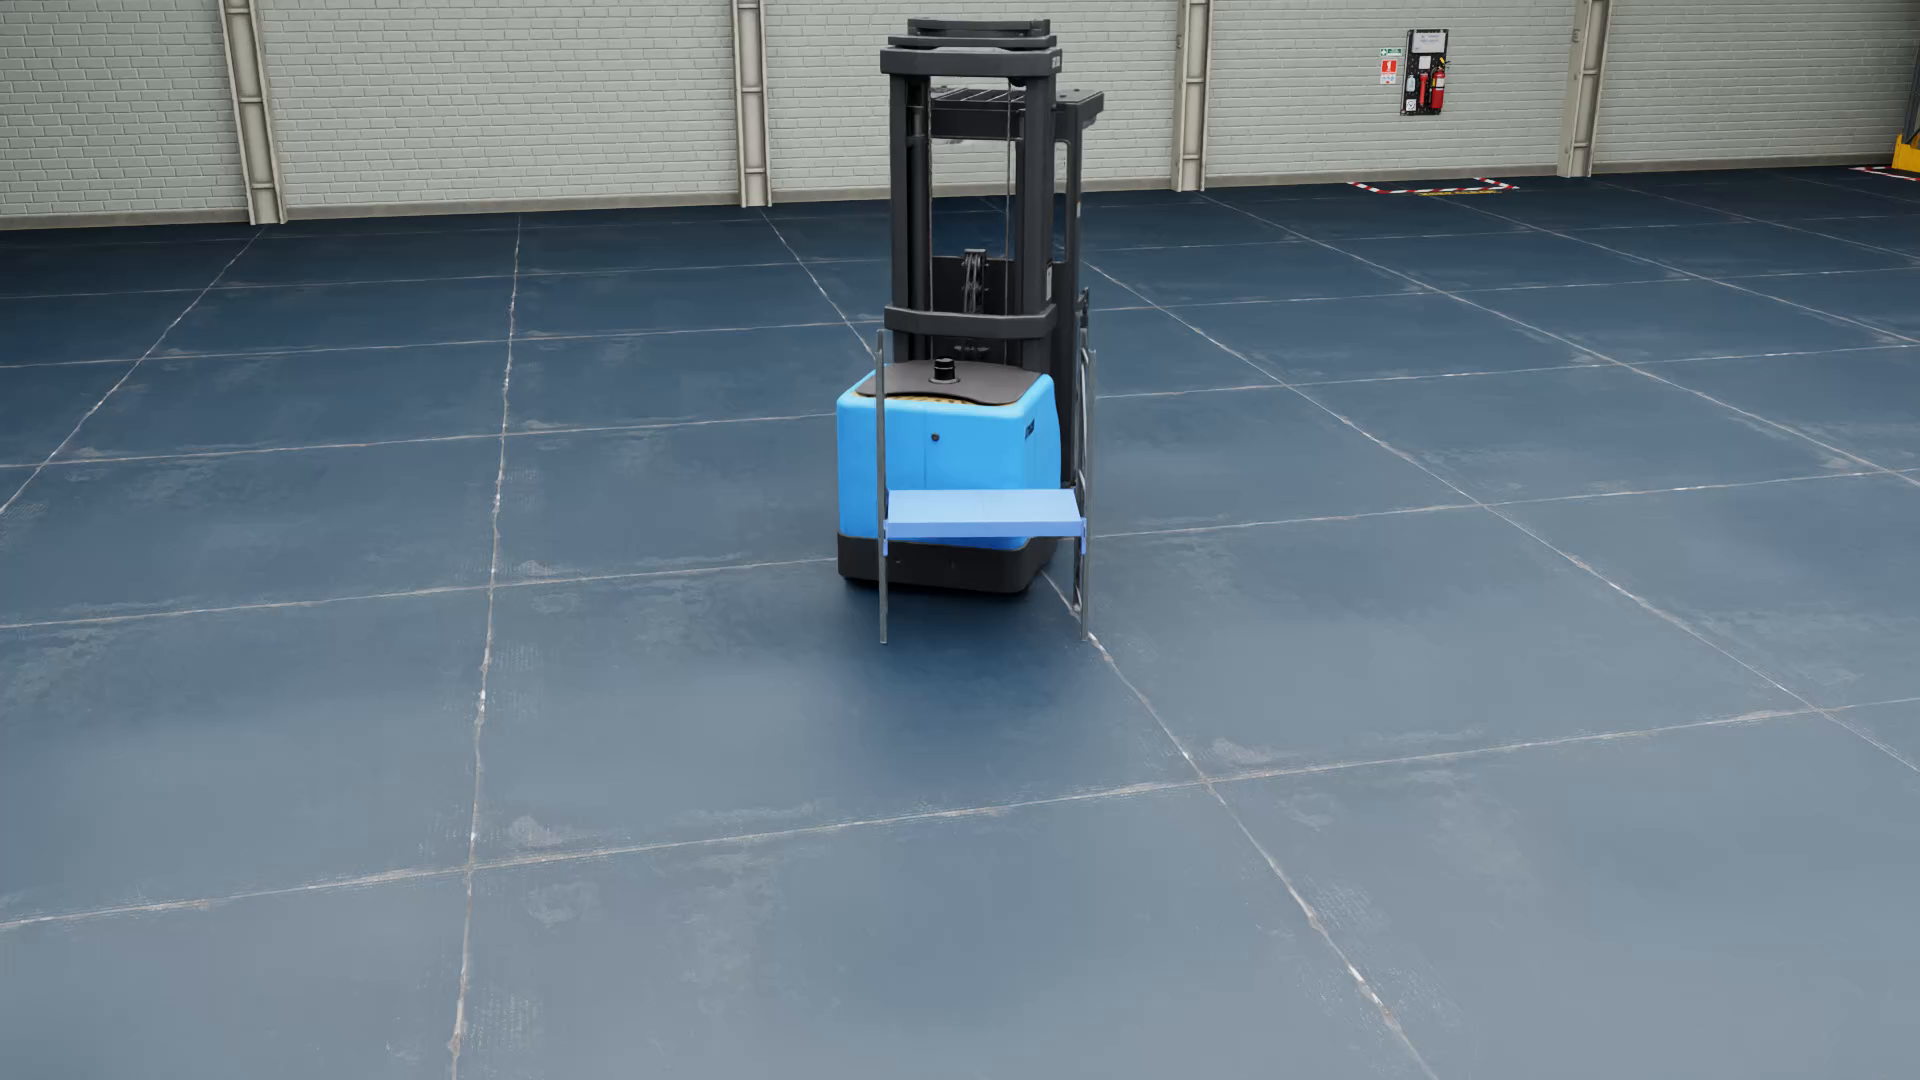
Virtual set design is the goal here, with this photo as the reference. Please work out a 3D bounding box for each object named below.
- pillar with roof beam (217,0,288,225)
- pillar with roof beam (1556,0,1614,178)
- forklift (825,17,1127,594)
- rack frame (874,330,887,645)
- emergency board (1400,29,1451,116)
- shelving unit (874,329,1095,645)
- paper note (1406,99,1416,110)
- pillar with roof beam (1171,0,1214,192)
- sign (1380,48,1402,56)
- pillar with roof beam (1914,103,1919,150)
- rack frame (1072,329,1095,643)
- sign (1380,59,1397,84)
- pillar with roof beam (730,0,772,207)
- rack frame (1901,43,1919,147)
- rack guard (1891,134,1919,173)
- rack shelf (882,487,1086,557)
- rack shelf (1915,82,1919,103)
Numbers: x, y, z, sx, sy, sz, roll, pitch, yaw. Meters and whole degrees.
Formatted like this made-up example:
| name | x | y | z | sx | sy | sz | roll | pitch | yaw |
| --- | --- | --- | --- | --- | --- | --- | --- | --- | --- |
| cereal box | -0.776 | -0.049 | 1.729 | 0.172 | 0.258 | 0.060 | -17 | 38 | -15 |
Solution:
| name | x | y | z | sx | sy | sz | roll | pitch | yaw |
| --- | --- | --- | --- | --- | --- | --- | --- | --- | --- |
| pillar with roof beam | -7.530 | -6.704 | 15.033 | 0.400 | 9.000 | 9.100 | -5 | 21 | -12 |
| pillar with roof beam | 9.987 | -8.129 | 18.923 | 0.400 | 9.000 | 9.100 | -5 | 21 | -12 |
| forklift | 0.278 | -1.559 | 9.809 | 1.130 | 2.935 | 3.031 | 8 | 22 | 20 |
| rack frame | -0.396 | -0.261 | 8.347 | 0.032 | 1.500 | 0.500 | 0 | 20 | -1 |
| emergency board | 6.583 | -6.570 | 23.389 | 0.643 | 1.169 | 0.194 | -5 | 21 | -12 |
| shelving unit | 0.112 | -0.265 | 8.358 | 1.048 | 1.500 | 0.538 | 0 | 20 | -1 |
| paper note | 6.395 | -6.165 | 23.565 | 0.142 | 0.148 | 0.016 | -5 | 21 | -12 |
| pillar with roof beam | 4.148 | -7.654 | 17.626 | 0.400 | 9.000 | 9.100 | -5 | 21 | -12 |
| sign | 6.028 | -6.824 | 23.259 | 0.331 | 0.109 | 0.001 | -5 | 21 | -12 |
| pillar with roof beam | 15.826 | -8.604 | 20.219 | 0.400 | 9.000 | 9.100 | -5 | 21 | -12 |
| rack frame | 0.620 | -0.269 | 8.369 | 0.032 | 1.500 | 0.500 | 0 | 20 | -1 |
| sign | 6.021 | -6.578 | 23.358 | 0.234 | 0.329 | 0.001 | -5 | 21 | -12 |
| pillar with roof beam | -1.691 | -7.179 | 16.330 | 0.400 | 9.000 | 9.100 | -5 | 21 | -12 |
| rack frame | 14.354 | -6.883 | 24.243 | 0.127 | 3.000 | 1.000 | -5 | 21 | -12 |
| rack guard | 14.428 | -5.715 | 24.689 | 0.348 | 0.500 | 1.175 | -5 | 21 | -12 |
| rack shelf | 0.112 | -0.096 | 8.420 | 1.000 | 0.185 | 0.538 | 0 | 20 | -1 |
| rack shelf | 16.300 | -6.703 | 24.799 | 4.000 | 0.370 | 1.077 | -5 | 21 | -12 |
